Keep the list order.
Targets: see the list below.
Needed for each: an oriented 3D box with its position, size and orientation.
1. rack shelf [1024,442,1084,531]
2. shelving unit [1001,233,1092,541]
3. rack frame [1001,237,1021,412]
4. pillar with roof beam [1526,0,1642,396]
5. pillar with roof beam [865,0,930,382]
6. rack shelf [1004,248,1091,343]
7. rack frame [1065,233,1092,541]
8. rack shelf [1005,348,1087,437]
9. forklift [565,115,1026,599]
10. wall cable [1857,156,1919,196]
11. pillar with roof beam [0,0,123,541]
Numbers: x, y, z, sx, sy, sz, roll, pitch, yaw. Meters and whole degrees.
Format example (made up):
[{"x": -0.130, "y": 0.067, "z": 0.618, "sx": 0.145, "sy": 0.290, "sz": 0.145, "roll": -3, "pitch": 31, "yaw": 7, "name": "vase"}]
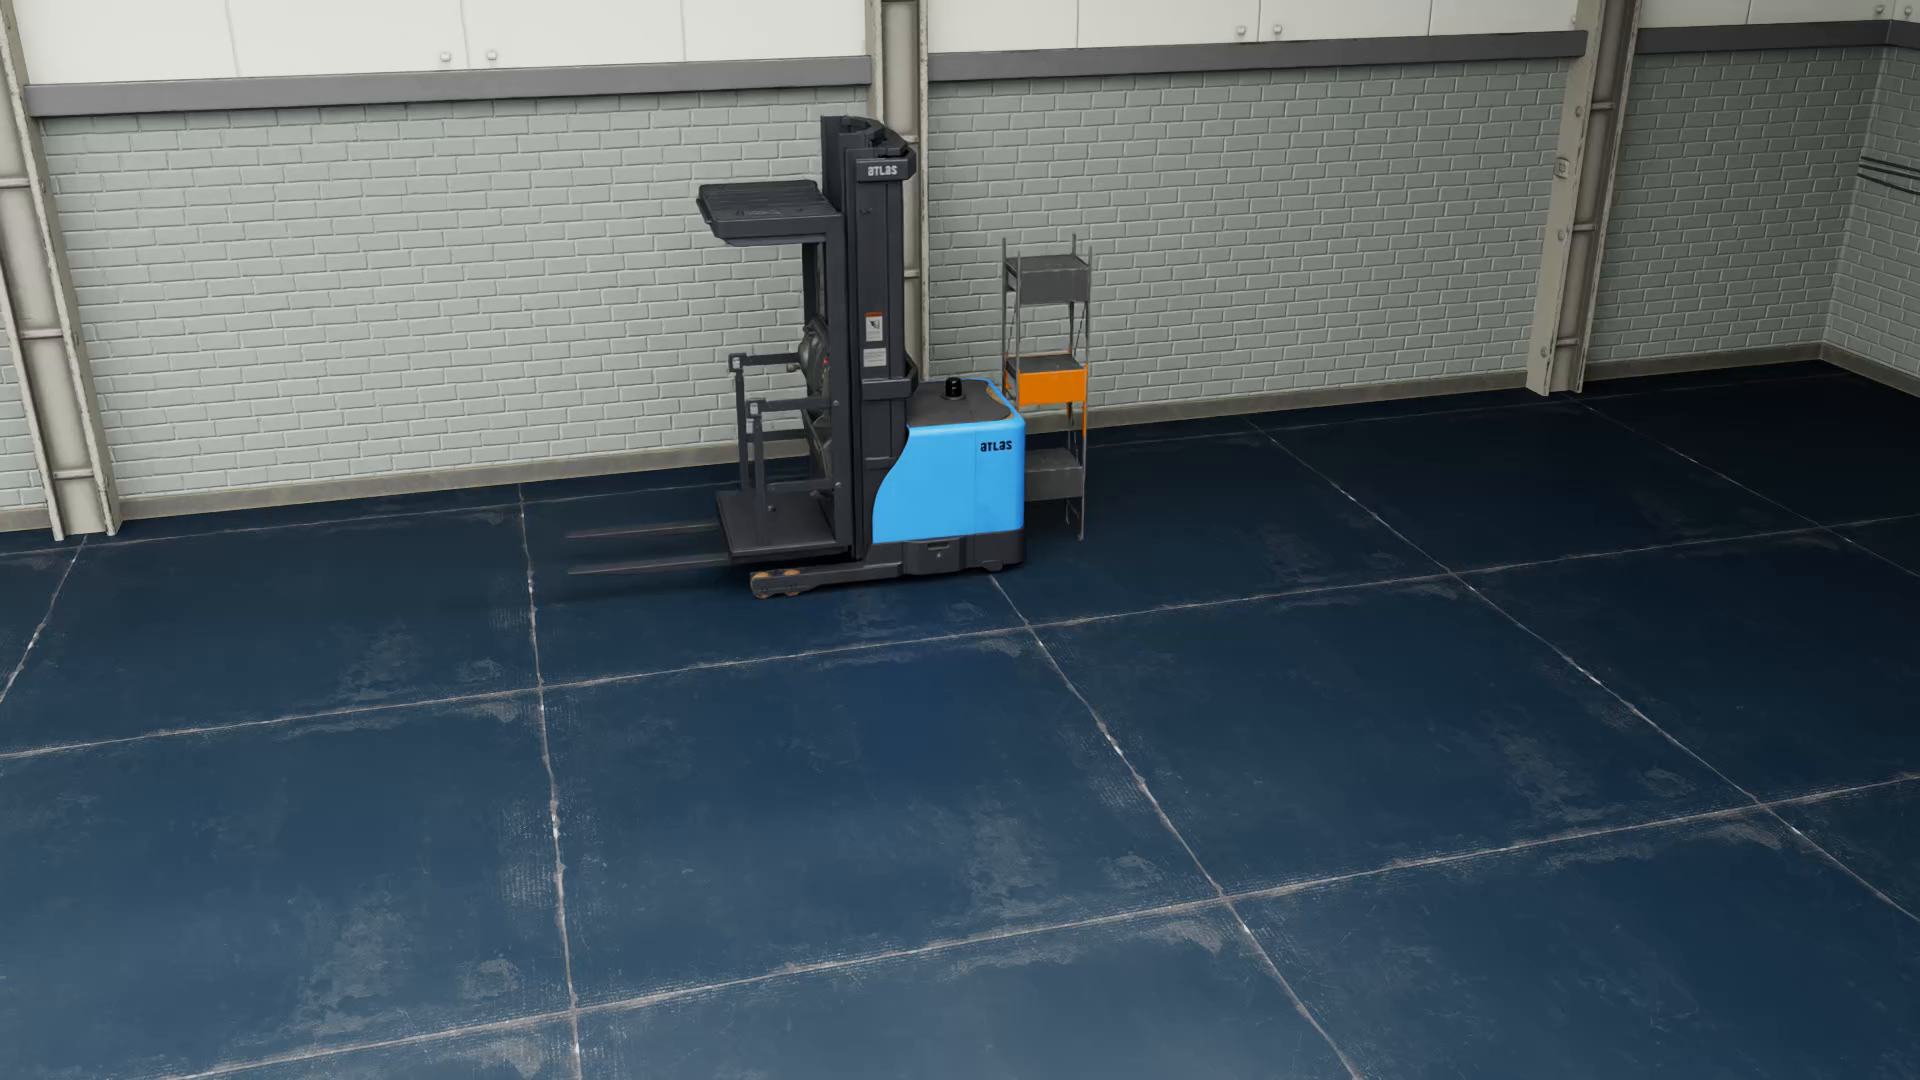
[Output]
[{"x": 0.579, "y": -0.358, "z": 11.732, "sx": 0.480, "sy": 0.518, "sz": 0.431, "roll": -5, "pitch": 24, "yaw": -12, "name": "rack shelf"}, {"x": 0.579, "y": -1.014, "z": 11.450, "sx": 0.503, "sy": 2.100, "sz": 0.431, "roll": -5, "pitch": 24, "yaw": -12, "name": "shelving unit"}, {"x": 0.342, "y": -0.992, "z": 11.398, "sx": 0.015, "sy": 2.100, "sz": 0.400, "roll": -5, "pitch": 24, "yaw": -12, "name": "rack frame"}, {"x": 6.475, "y": -3.854, "z": 9.319, "sx": 0.400, "sy": 9.000, "sz": 9.100, "roll": -6, "pitch": 24, "yaw": -14, "name": "pillar with roof beam"}, {"x": 0.698, "y": -3.215, "z": 7.830, "sx": 0.400, "sy": 9.000, "sz": 9.100, "roll": -6, "pitch": 24, "yaw": -14, "name": "pillar with roof beam"}, {"x": 0.579, "y": -1.645, "z": 11.180, "sx": 0.480, "sy": 0.518, "sz": 0.431, "roll": -5, "pitch": 24, "yaw": -12, "name": "rack shelf"}, {"x": 0.816, "y": -1.036, "z": 11.502, "sx": 0.015, "sy": 2.100, "sz": 0.400, "roll": -5, "pitch": 24, "yaw": -12, "name": "rack frame"}, {"x": 0.579, "y": -1.001, "z": 11.456, "sx": 0.480, "sy": 0.518, "sz": 0.431, "roll": -5, "pitch": 24, "yaw": -12, "name": "rack shelf"}, {"x": -1.129, "y": -1.194, "z": 10.816, "sx": 3.031, "sy": 2.935, "sz": 1.130, "roll": -5, "pitch": 24, "yaw": -12, "name": "forklift"}, {"x": 8.506, "y": -3.873, "z": 13.302, "sx": 0.112, "sy": 2.526, "sz": 3.097, "roll": -6, "pitch": 24, "yaw": -14, "name": "wall cable"}, {"x": -5.079, "y": -2.576, "z": 6.340, "sx": 0.400, "sy": 9.000, "sz": 9.100, "roll": -6, "pitch": 24, "yaw": -14, "name": "pillar with roof beam"}]
